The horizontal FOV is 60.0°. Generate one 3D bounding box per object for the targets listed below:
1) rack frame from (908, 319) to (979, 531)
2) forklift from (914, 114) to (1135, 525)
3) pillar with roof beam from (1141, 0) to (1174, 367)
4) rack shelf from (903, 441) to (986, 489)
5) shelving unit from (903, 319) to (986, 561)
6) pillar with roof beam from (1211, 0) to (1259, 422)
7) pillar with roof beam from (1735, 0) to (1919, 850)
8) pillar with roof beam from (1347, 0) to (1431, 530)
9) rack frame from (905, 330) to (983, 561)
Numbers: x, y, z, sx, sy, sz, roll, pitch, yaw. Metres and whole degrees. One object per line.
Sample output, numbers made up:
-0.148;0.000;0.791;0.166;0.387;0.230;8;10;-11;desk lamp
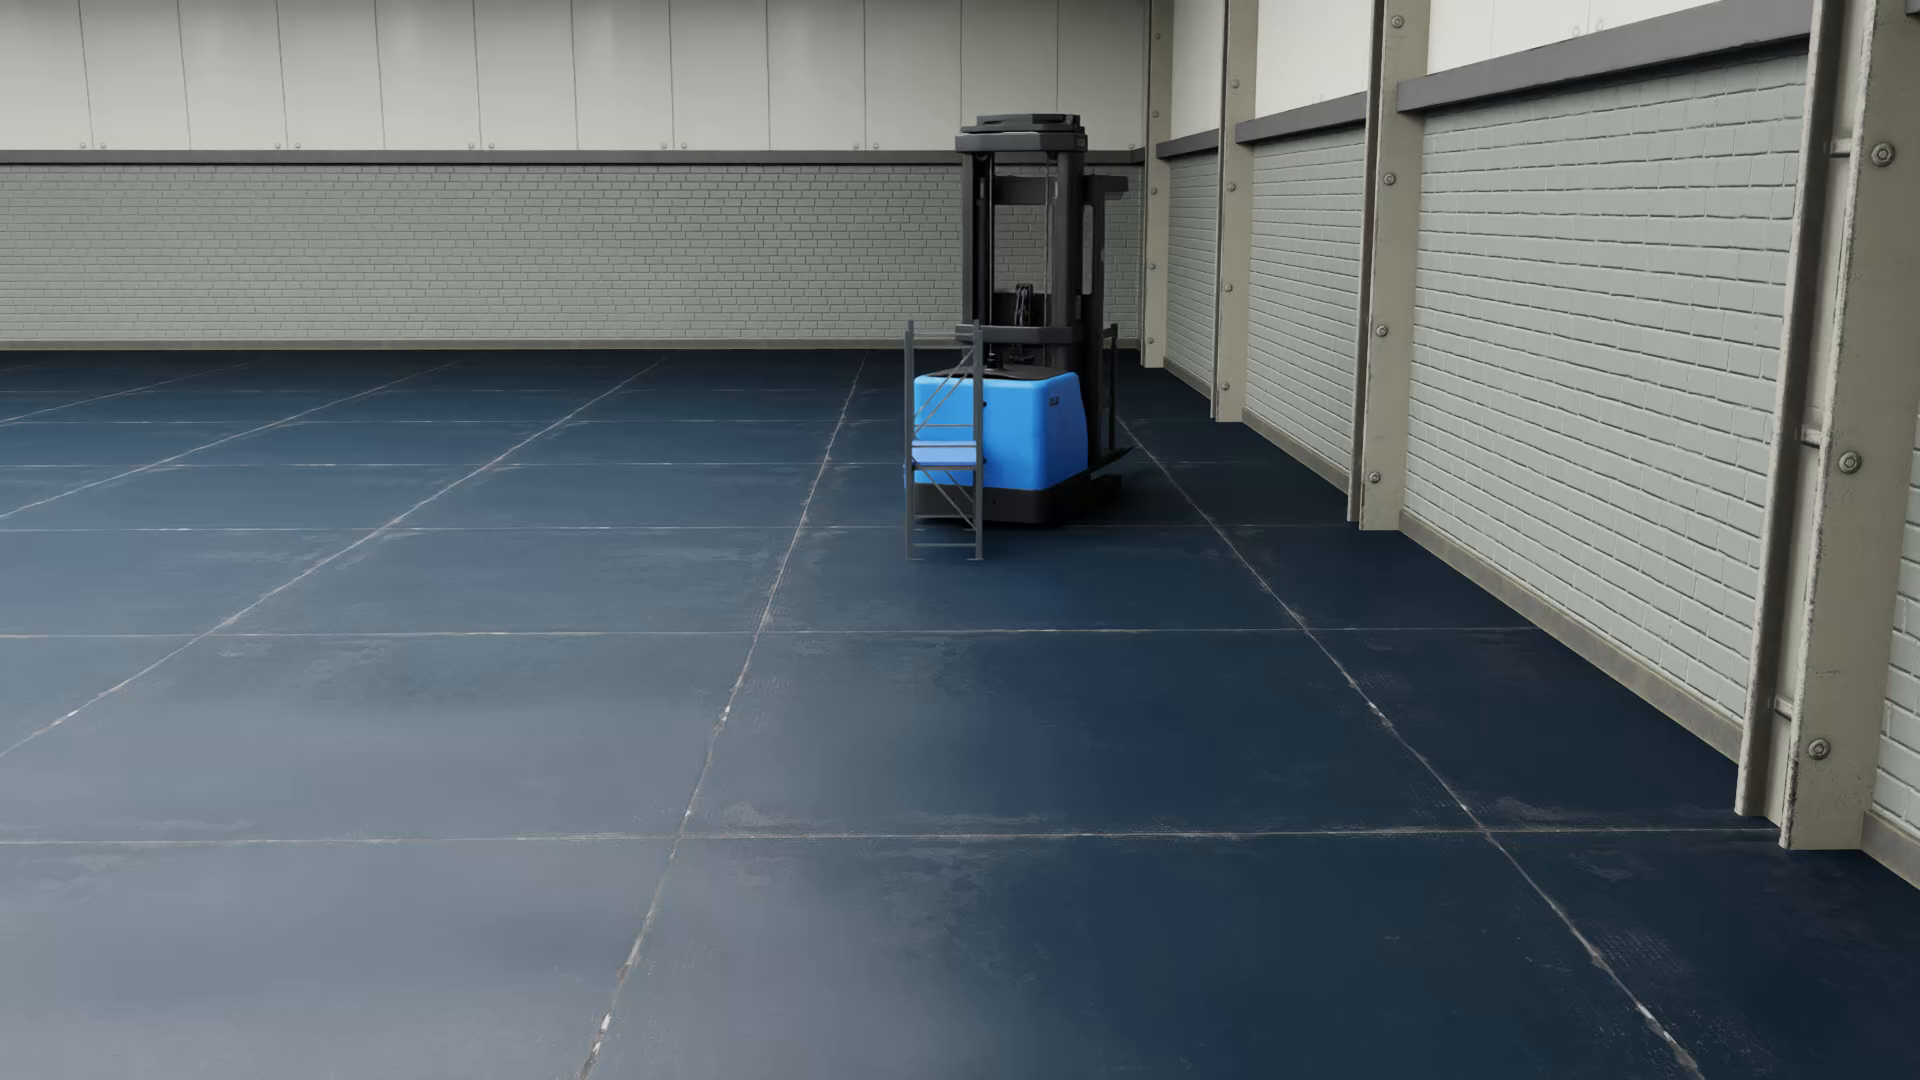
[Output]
-0.115;-0.801;11.736;0.500;1.500;0.032;0;11;-1;rack frame
0.659;-1.792;13.020;1.130;2.935;3.031;4;12;21;forklift
-1.533;-6.888;22.880;9.100;9.000;0.400;0;11;-1;pillar with roof beam
-0.109;-0.524;11.274;0.538;0.185;1.000;0;11;-1;rack shelf
-0.109;-0.700;11.238;0.538;1.500;1.048;0;11;-1;shelving unit
-1.409;-5.696;17.001;9.100;9.000;0.400;0;11;-1;pillar with roof beam
-1.161;-3.310;5.243;9.100;9.000;0.400;0;11;-1;pillar with roof beam
-1.285;-4.503;11.122;9.100;9.000;0.400;0;11;-1;pillar with roof beam
-0.103;-0.599;10.740;0.500;1.500;0.032;0;11;-1;rack frame
